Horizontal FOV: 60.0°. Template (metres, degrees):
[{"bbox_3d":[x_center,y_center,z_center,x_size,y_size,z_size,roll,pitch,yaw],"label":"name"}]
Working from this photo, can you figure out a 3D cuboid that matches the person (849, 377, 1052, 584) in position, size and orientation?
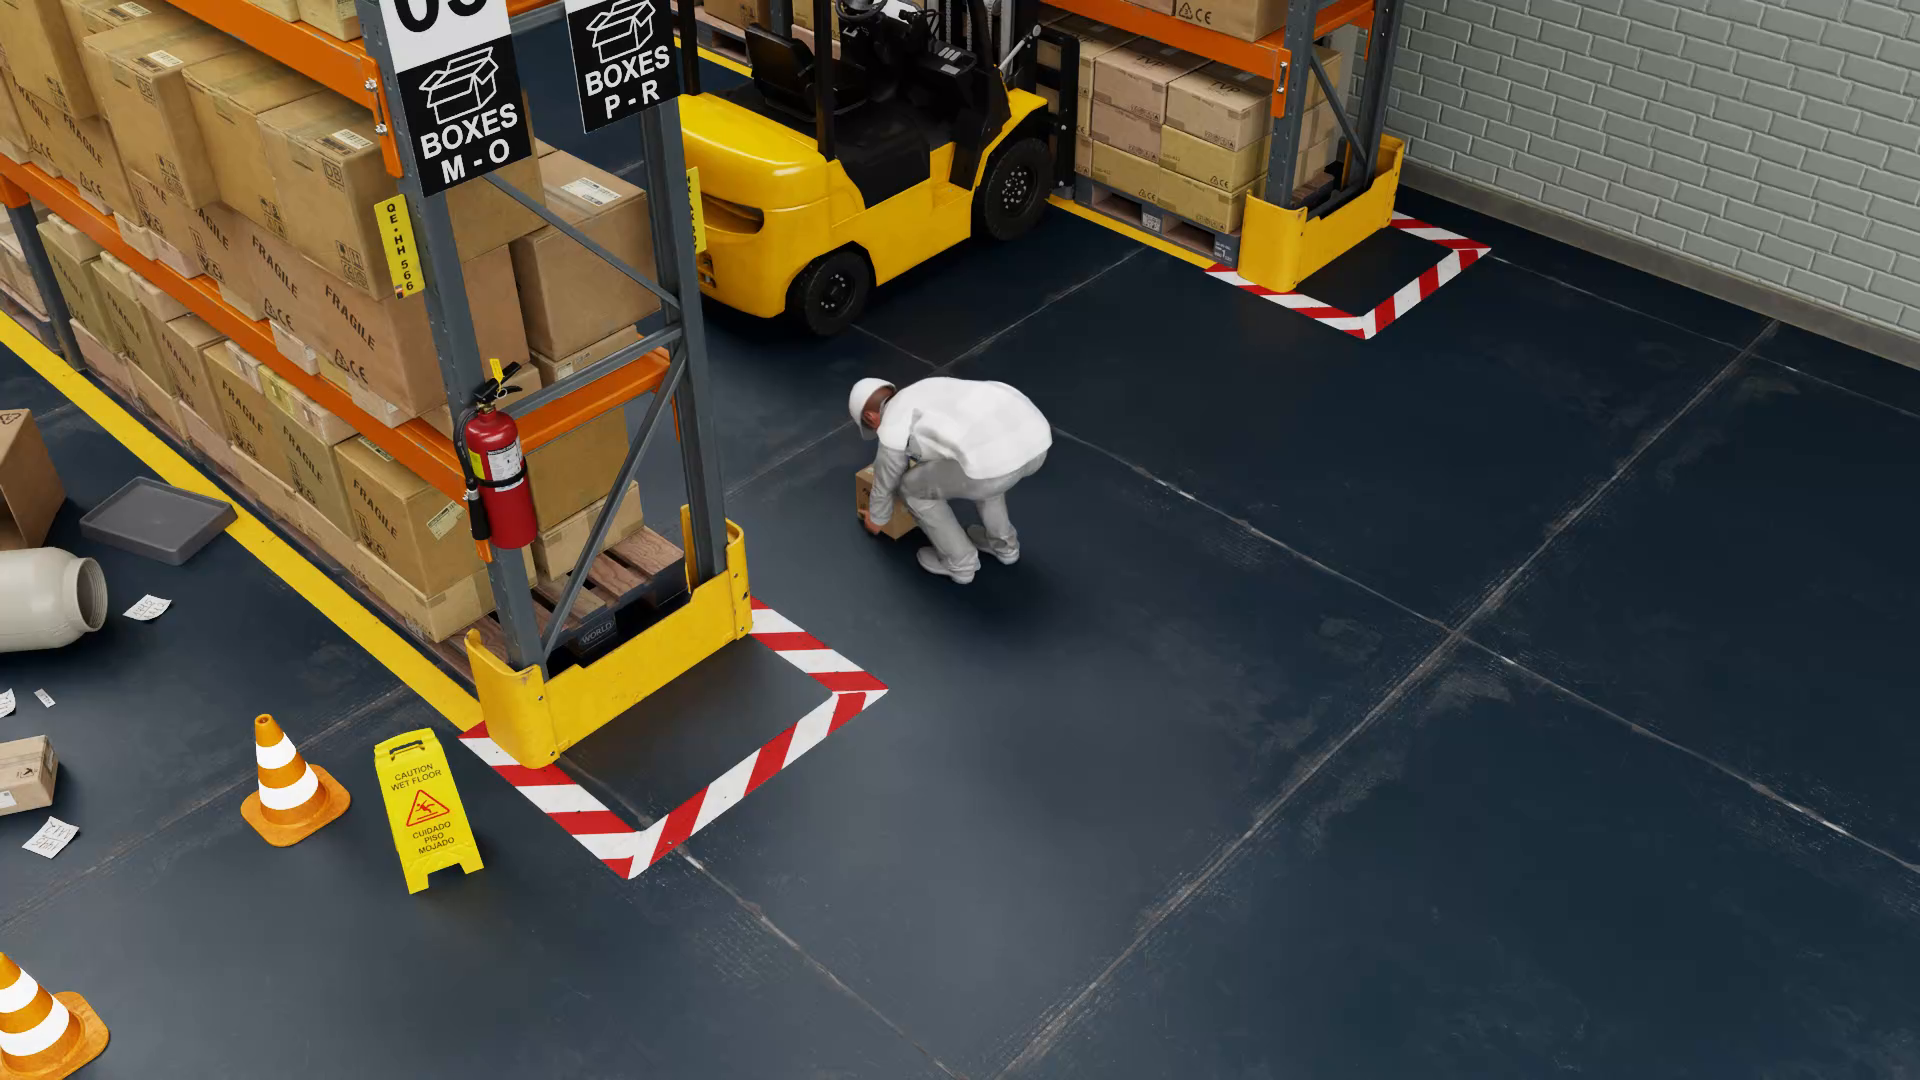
[{"bbox_3d":[-0.082,-0.331,7.218,0.998,0.923,0.504,28,47,30],"label":"person"}]
